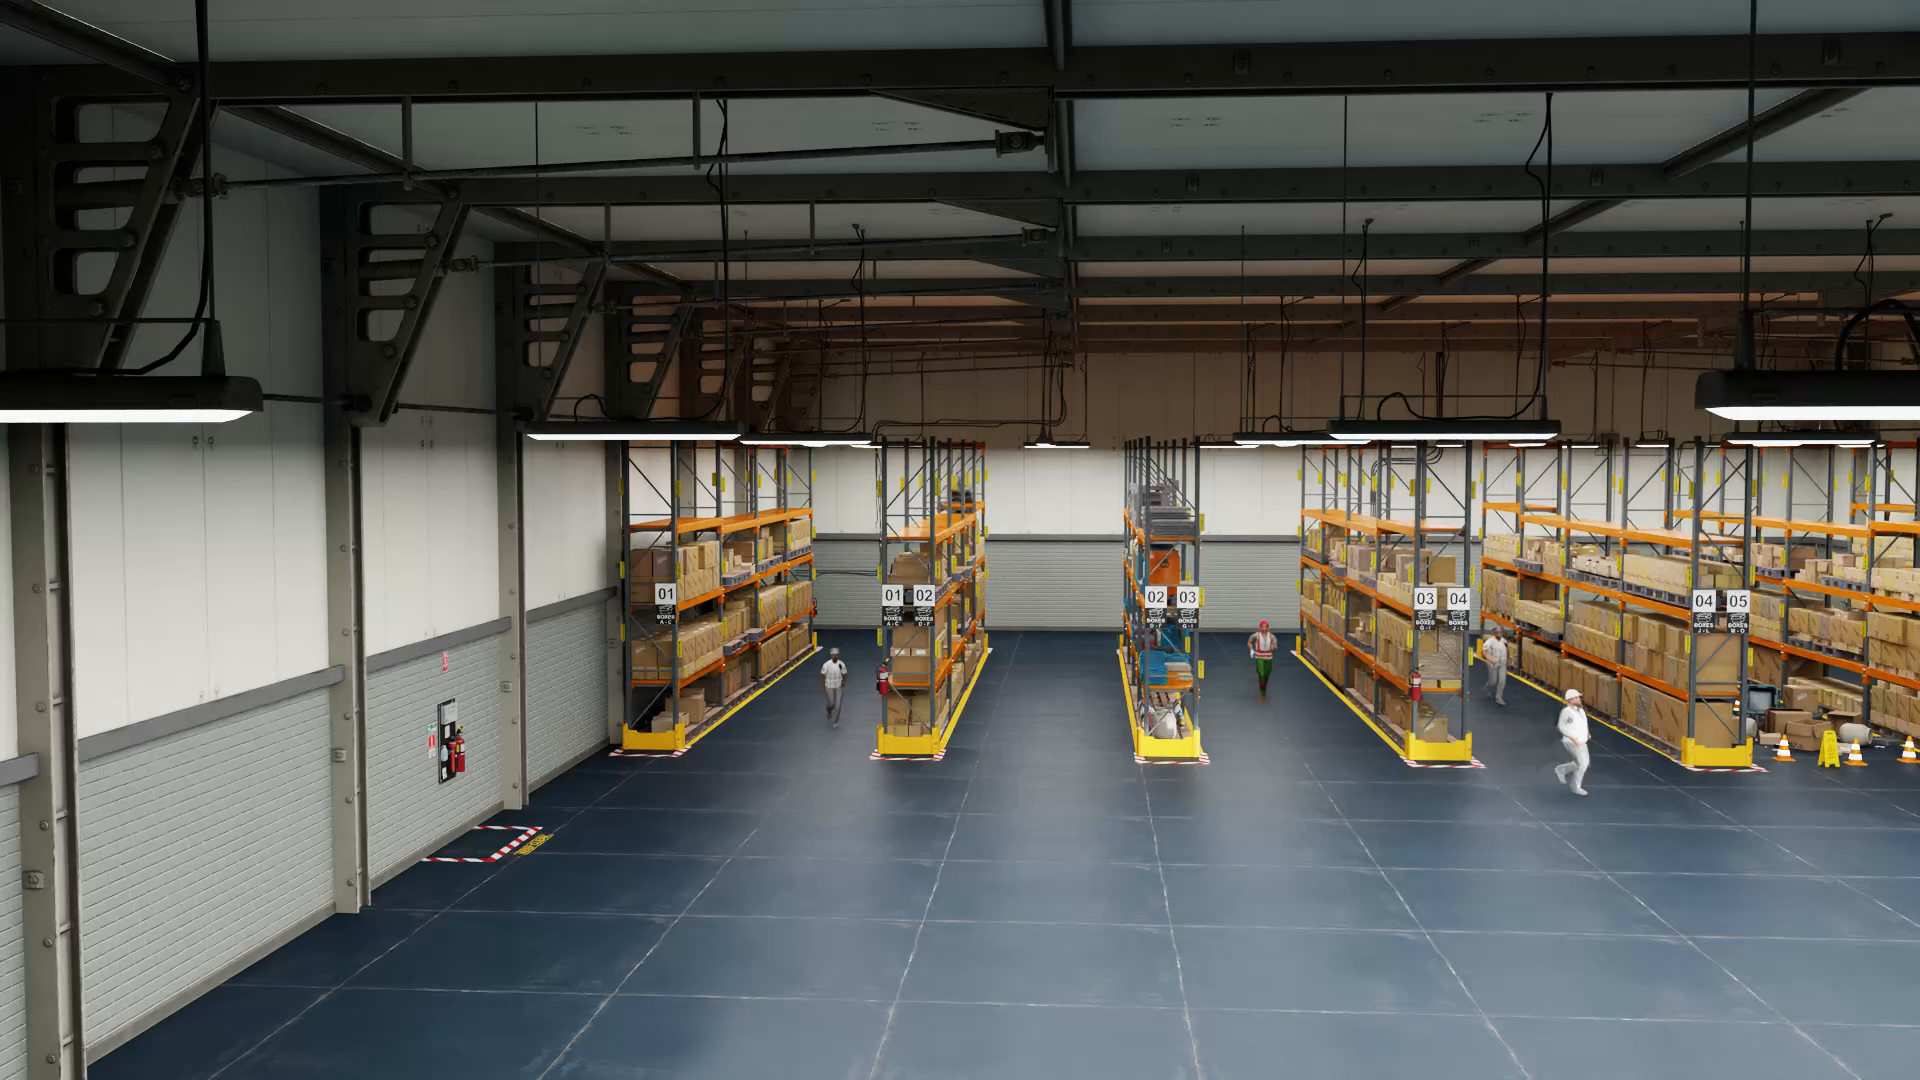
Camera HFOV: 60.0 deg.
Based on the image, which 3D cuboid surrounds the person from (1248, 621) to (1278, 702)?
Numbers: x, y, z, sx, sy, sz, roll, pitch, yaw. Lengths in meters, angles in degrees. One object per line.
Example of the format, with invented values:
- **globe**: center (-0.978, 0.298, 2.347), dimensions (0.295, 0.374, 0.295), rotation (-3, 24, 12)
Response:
- **person**: center (7.012, 2.767, 38.377), dimensions (0.640, 1.824, 0.814), rotation (0, 3, -5)

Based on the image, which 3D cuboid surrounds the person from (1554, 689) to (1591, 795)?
- **person**: center (10.266, 3.368, 27.912), dimensions (0.660, 1.748, 0.601), rotation (-3, 4, -44)

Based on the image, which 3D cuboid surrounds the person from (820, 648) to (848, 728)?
- **person**: center (-2.604, 3.059, 34.497), dimensions (0.575, 1.661, 0.560), rotation (-1, 3, -12)

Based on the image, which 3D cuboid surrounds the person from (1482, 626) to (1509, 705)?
- **person**: center (12.212, 2.828, 37.888), dimensions (0.667, 1.770, 0.781), rotation (0, 3, -5)
